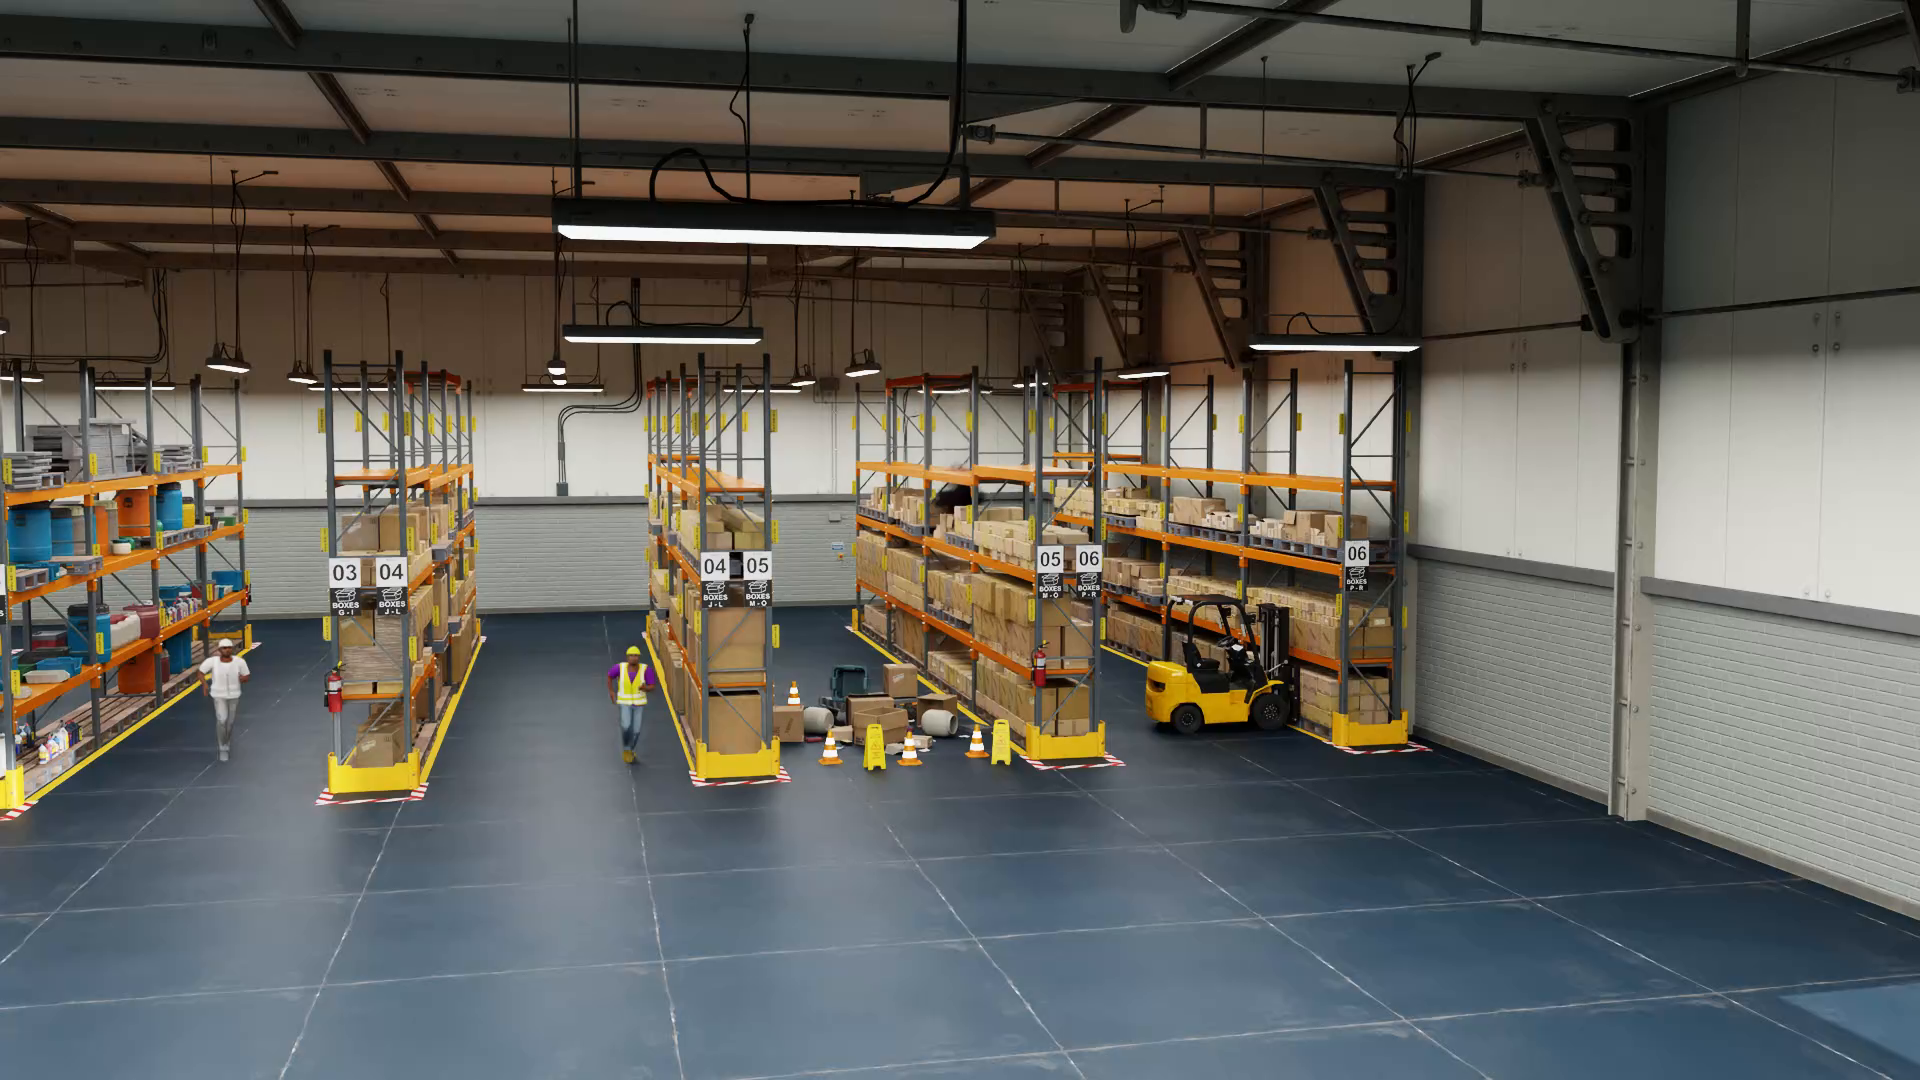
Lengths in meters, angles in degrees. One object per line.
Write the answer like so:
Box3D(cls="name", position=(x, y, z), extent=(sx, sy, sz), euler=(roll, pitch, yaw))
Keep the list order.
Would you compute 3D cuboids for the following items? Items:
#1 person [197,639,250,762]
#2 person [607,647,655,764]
Box3D(cls="person", position=(-11.015, 2.389, 24.969), extent=(0.674, 1.832, 0.785), euler=(-3, 5, -38))
Box3D(cls="person", position=(-4.833, 2.423, 24.500), extent=(0.677, 1.738, 0.767), euler=(-1, 4, -17))
